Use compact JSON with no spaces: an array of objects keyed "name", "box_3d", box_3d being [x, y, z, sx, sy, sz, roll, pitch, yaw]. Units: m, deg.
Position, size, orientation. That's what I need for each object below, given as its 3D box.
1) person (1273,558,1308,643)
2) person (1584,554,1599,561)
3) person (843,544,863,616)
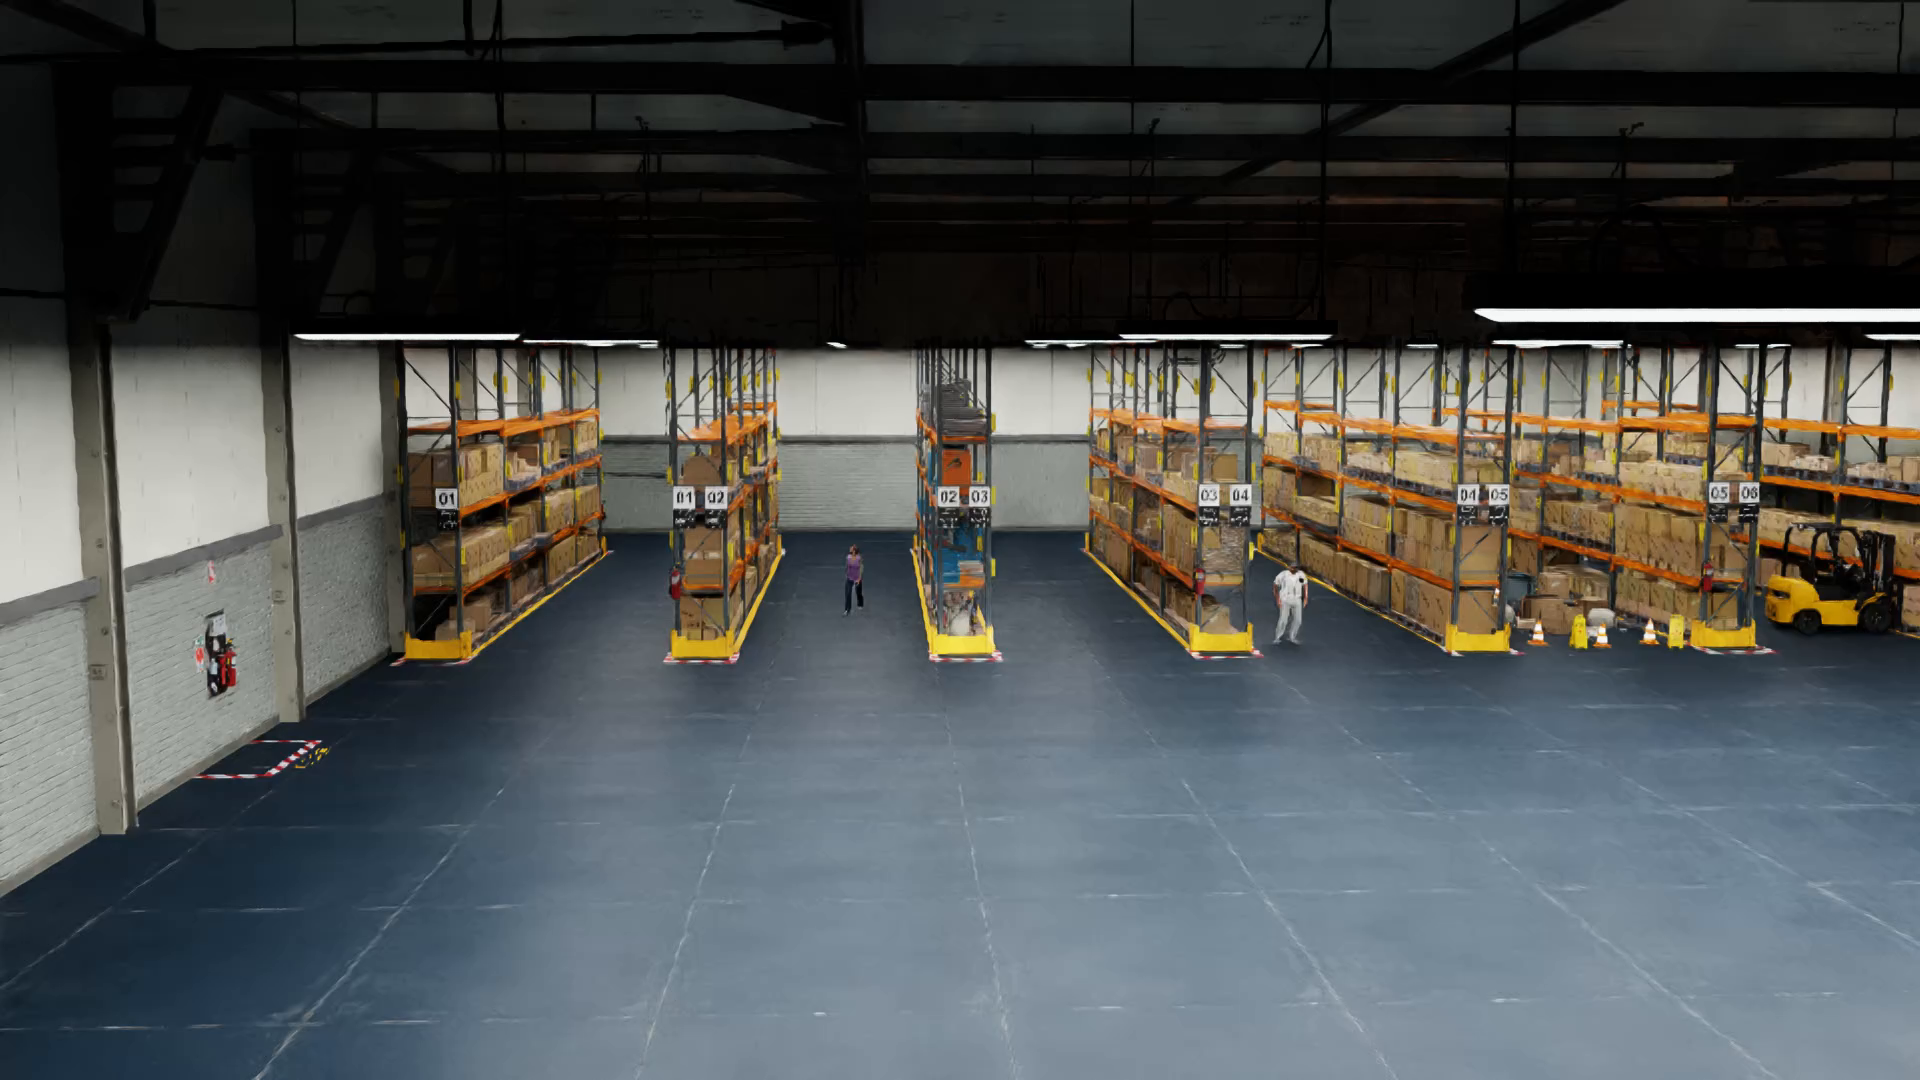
[{"name":"person","box_3d":[6.475,1.180,32.586,0.682,1.715,0.542,-1,7,-5]},{"name":"person","box_3d":[17.293,-0.182,45.336,0.566,1.541,0.519,-1,7,-6]},{"name":"person","box_3d":[-2.289,0.858,36.110,0.408,1.519,0.947,1,7,6]}]
